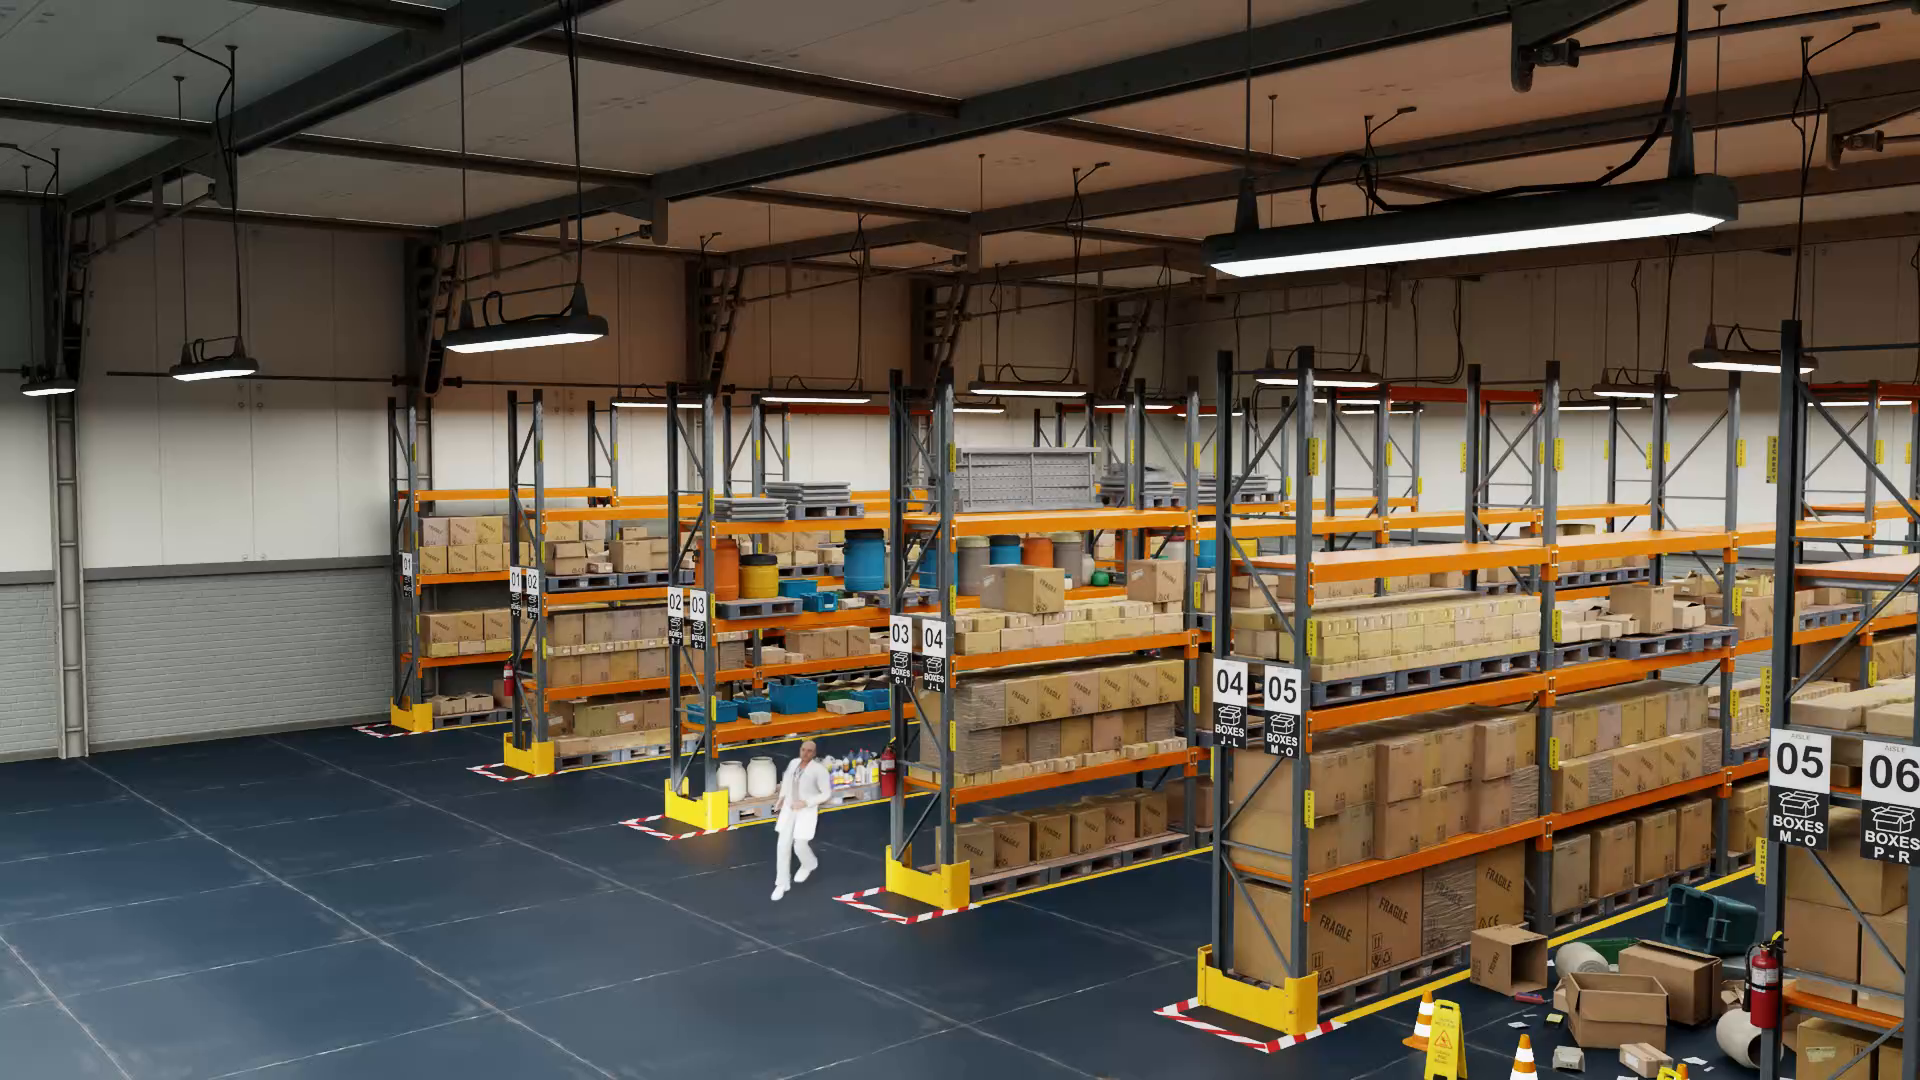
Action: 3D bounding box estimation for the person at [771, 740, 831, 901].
[{"bbox_3d":[-1.780,3.176,19.093,0.720,1.782,0.911,1,4,22],"label":"person"}]
